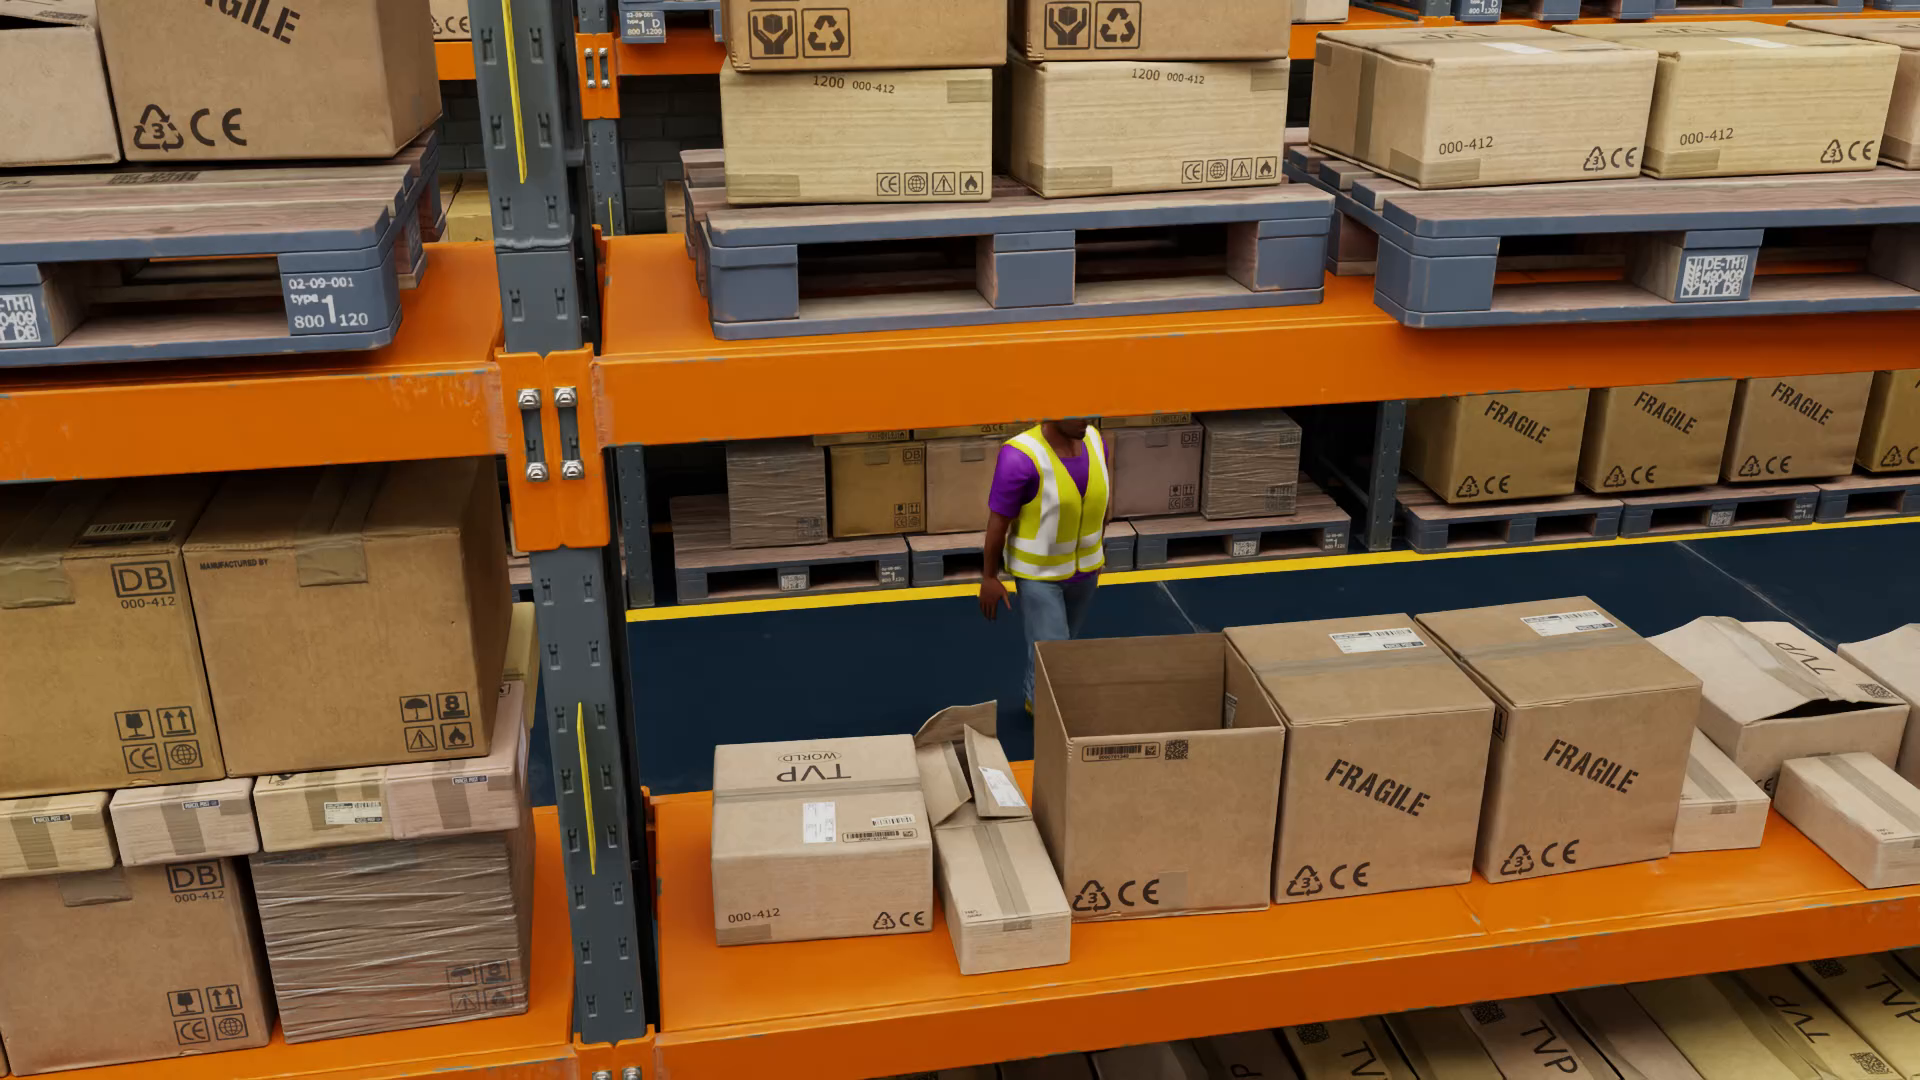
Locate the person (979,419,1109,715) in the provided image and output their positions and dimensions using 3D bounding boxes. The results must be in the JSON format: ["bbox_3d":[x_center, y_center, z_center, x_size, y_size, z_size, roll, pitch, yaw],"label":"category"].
[{"bbox_3d":[0.446,0.139,6.736,0.640,1.721,0.959,-15,27,-31],"label":"person"}]
